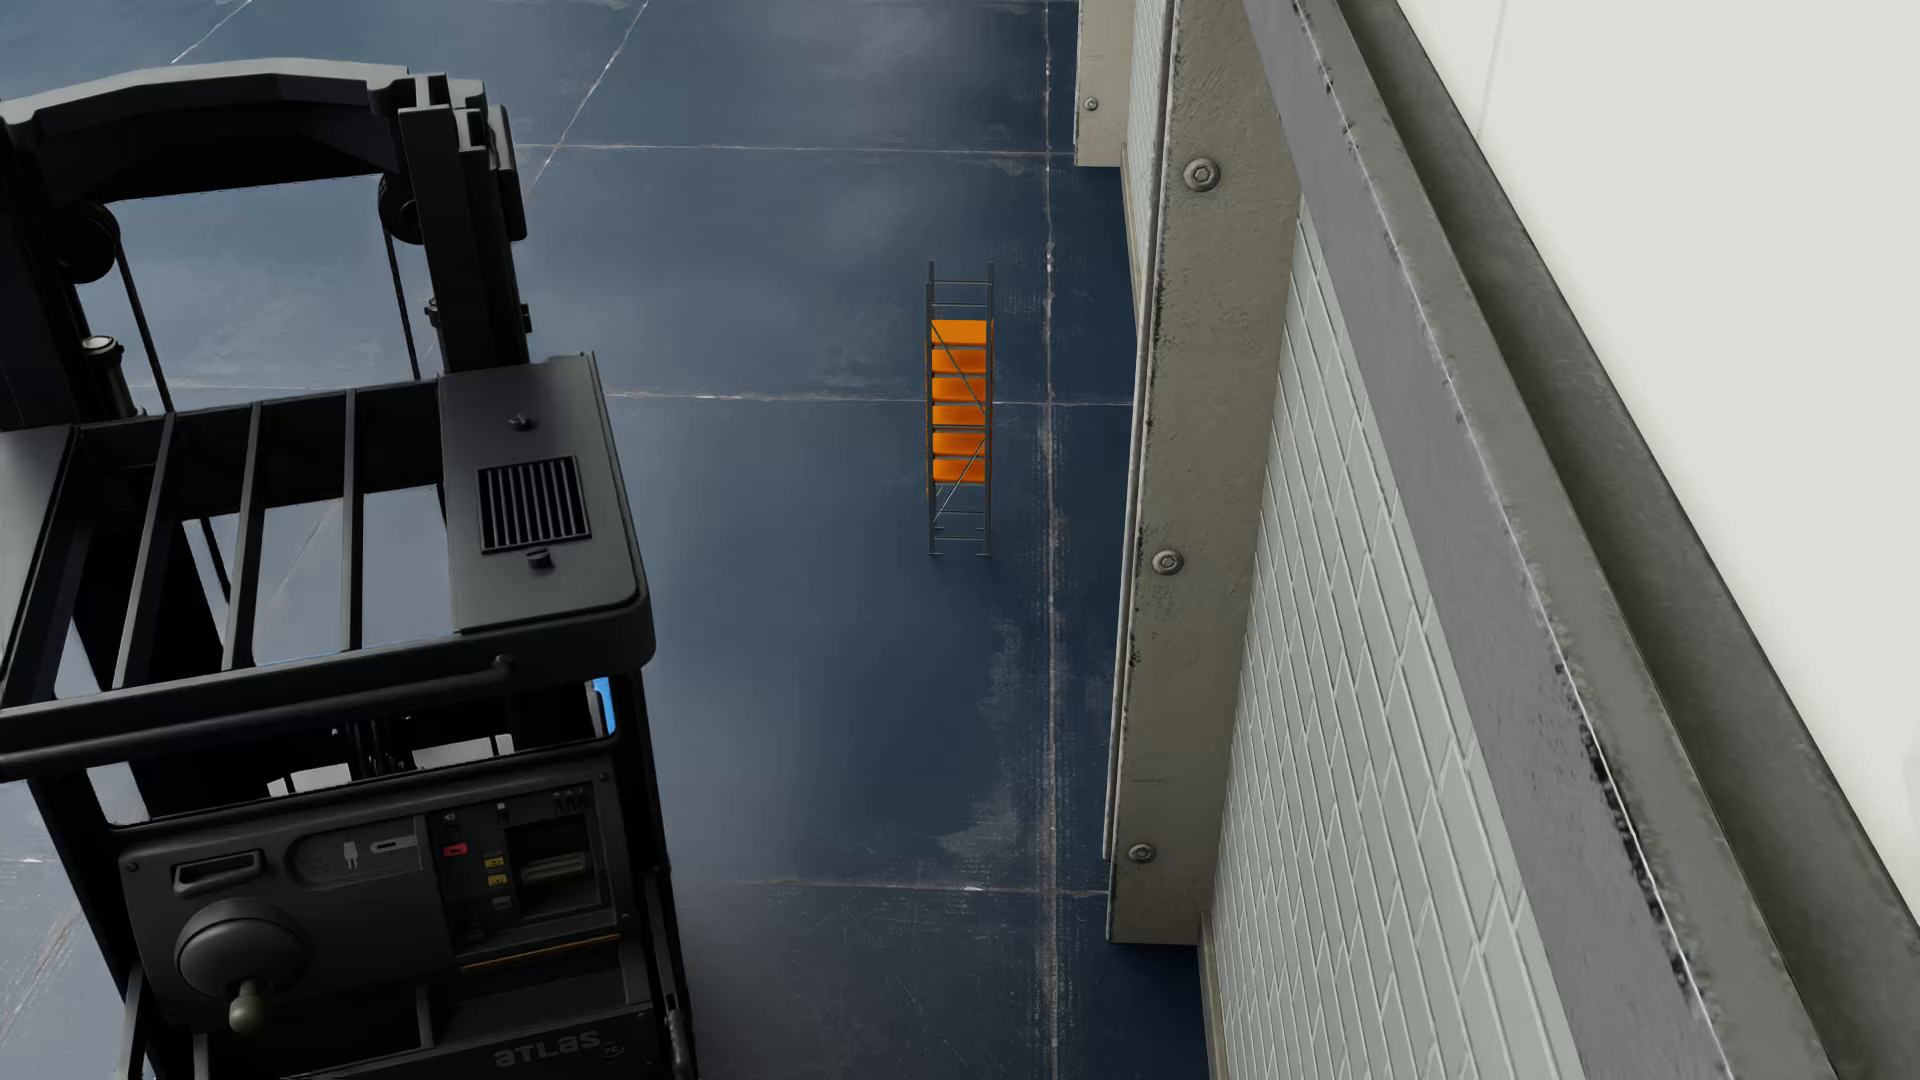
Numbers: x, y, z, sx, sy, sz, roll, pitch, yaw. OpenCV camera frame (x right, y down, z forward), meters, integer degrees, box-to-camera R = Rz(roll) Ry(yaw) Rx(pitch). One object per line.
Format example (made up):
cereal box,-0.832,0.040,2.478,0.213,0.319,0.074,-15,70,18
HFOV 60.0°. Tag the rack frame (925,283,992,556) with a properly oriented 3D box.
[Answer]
rack frame,-0.004,-0.430,6.318,0.240,1.200,0.006,1,35,2

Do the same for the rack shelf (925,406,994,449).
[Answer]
rack shelf,-0.001,-0.446,6.419,0.258,0.103,0.180,1,35,2

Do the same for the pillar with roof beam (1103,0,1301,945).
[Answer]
pillar with roof beam,-3.696,-2.678,2.734,9.100,9.000,0.400,1,35,2

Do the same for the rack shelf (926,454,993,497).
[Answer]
rack shelf,-0.001,-0.250,6.557,0.258,0.103,0.180,1,35,2

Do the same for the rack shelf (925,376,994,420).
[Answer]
rack shelf,-0.001,-0.544,6.350,0.258,0.103,0.180,1,35,2

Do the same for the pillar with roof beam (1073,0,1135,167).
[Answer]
pillar with roof beam,-3.455,-6.125,7.639,9.100,9.000,0.400,1,35,2

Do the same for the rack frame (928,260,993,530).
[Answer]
rack frame,0.003,-0.535,6.468,0.240,1.200,0.006,1,35,2

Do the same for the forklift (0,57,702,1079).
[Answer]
forklift,-1.072,0.764,3.114,1.130,2.935,3.031,-9,36,-13

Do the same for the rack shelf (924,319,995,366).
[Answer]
rack shelf,-0.001,-0.741,6.212,0.258,0.103,0.180,1,35,2

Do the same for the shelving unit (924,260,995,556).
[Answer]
shelving unit,-0.001,-0.483,6.393,0.258,1.200,0.189,1,35,2

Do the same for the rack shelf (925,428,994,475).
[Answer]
rack shelf,-0.001,-0.348,6.488,0.258,0.103,0.180,1,35,2

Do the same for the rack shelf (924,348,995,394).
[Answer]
rack shelf,-0.001,-0.643,6.281,0.258,0.103,0.180,1,35,2
